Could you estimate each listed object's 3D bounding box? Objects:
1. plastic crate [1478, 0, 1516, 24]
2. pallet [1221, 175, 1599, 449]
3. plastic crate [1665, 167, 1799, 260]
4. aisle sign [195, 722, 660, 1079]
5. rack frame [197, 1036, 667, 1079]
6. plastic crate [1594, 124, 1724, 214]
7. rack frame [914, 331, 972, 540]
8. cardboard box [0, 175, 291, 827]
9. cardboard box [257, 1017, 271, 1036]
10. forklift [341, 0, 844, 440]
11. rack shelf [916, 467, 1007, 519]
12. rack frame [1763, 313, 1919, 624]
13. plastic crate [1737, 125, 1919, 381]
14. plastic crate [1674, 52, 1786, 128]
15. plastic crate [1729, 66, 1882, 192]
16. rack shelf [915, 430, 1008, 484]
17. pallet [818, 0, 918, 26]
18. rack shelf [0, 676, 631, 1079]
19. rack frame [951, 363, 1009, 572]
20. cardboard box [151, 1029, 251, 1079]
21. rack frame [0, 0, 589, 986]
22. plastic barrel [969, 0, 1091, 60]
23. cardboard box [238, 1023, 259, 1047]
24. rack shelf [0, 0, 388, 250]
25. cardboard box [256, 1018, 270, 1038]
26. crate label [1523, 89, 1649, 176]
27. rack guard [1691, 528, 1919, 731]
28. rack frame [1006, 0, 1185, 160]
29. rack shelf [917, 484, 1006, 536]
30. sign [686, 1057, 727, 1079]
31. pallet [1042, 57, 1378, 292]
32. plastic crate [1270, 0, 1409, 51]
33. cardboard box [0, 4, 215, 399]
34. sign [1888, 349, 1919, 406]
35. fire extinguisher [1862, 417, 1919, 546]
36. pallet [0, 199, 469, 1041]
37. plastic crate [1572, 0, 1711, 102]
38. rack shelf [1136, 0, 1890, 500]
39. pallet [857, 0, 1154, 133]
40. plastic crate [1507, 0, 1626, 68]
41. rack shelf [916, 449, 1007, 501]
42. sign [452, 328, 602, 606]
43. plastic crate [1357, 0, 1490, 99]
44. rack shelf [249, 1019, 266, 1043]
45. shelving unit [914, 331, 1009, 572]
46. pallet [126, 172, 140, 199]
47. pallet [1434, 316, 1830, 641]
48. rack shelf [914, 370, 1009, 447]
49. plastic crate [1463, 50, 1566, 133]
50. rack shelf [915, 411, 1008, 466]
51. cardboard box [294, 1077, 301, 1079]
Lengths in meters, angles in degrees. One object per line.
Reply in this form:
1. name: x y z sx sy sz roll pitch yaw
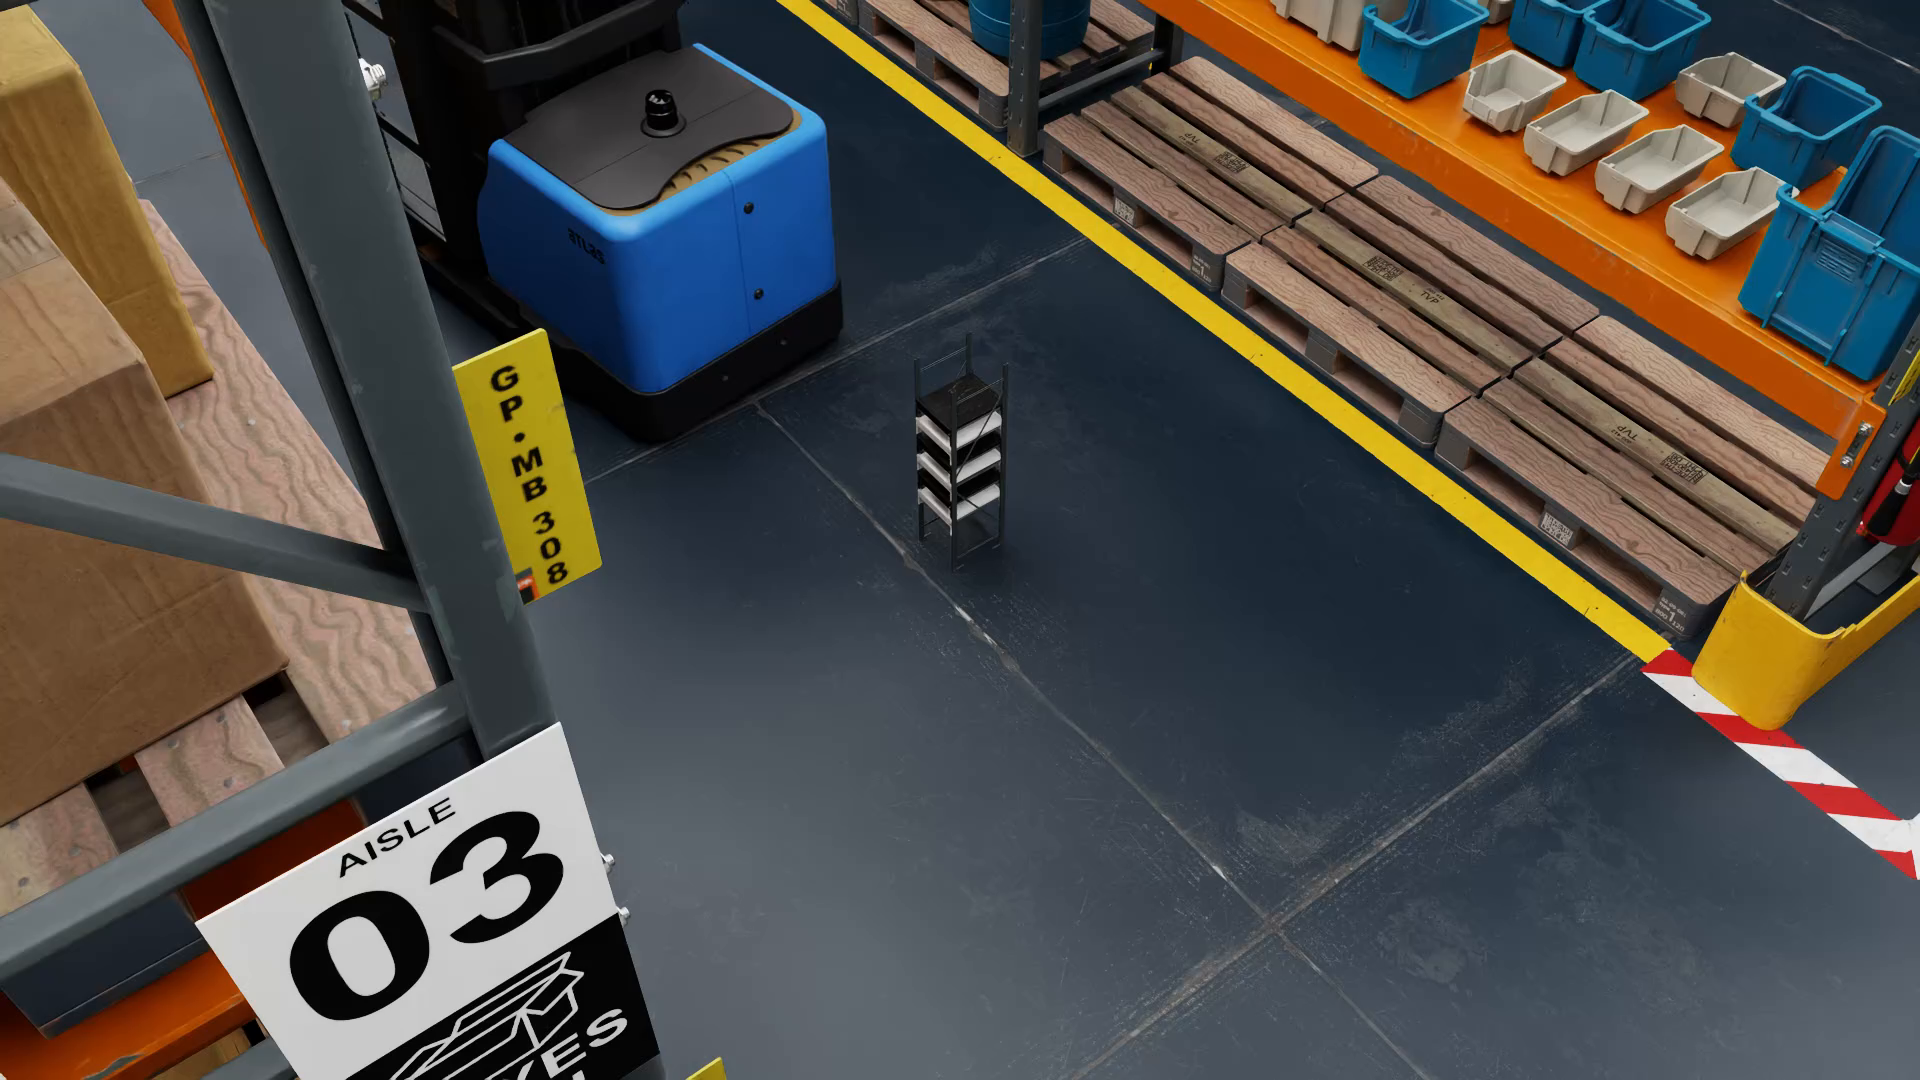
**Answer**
1. plastic crate: 1.951 -2.108 6.274 0.293 0.136 0.466 -29 54 -24
2. pallet: 1.876 -0.996 7.010 1.003 0.211 1.213 -29 54 -24
3. plastic crate: 2.441 -1.041 5.307 0.396 0.136 0.243 -29 54 -24
4. aisle sign: -0.581 0.547 1.975 0.394 0.787 0.004 -29 54 -24
5. rack frame: -0.863 1.512 2.855 1.000 3.000 0.127 -29 54 -24
6. plastic crate: 2.277 -1.218 5.467 0.396 0.136 0.243 -29 54 -24
7. rack frame: -0.057 -0.357 5.967 0.240 0.900 0.006 -29 54 -24
8. cardboard box: -1.220 0.014 1.770 0.700 0.500 0.500 -33 56 -26
9. cardboard box: -1.241 0.512 3.156 0.500 0.500 0.500 -31 55 -25
10. forklift: -1.885 -2.362 6.413 1.130 2.935 3.031 -36 57 -28
11. rack shelf: 0.005 -0.215 6.004 0.258 0.077 0.200 -29 54 -24
12. rack frame: 3.079 -0.710 4.869 1.000 3.000 0.127 -29 54 -24
13. plastic crate: 2.728 -0.856 4.937 0.616 0.435 0.499 -29 54 -24
14. plastic crate: 2.652 -1.561 5.778 0.250 0.136 0.298 -29 54 -24
15. plastic crate: 2.793 -1.355 5.526 0.416 0.233 0.300 -29 54 -24
16. rack shelf: 0.005 -0.336 5.870 0.258 0.077 0.200 -29 54 -24
17. pallet: -0.520 -3.325 9.122 1.003 0.211 1.213 -29 54 -24
18. rack shelf: -2.074 -0.433 3.079 1.077 0.370 4.000 -29 54 -24
19. rack frame: 0.066 -0.237 5.858 0.240 0.900 0.006 -29 54 -24
20. cardboard box: -1.367 1.041 2.676 0.500 0.500 0.500 -29 54 -24
21. rack frame: -0.863 -0.503 0.632 1.000 3.000 0.127 -29 54 -24
22. plastic barrel: 0.341 -2.833 7.927 0.600 0.901 0.708 -29 54 -24
23. cardboard box: -1.674 0.996 3.223 0.500 0.250 0.500 -30 55 -25
24. rack shelf: -2.074 -1.306 2.116 1.077 0.370 4.000 -29 54 -24
25. cardboard box: -1.259 0.755 3.442 0.500 0.250 0.500 -30 54 -24
26. crate label: 2.089 -1.372 5.606 0.396 0.136 0.243 -29 54 -24
27. rack guard: 3.104 0.138 5.787 1.175 0.500 0.348 -29 54 -24
28. rack frame: 0.657 -3.068 7.007 1.000 3.000 0.127 -29 54 -24
29. rack shelf: 0.005 -0.154 6.070 0.258 0.077 0.200 -29 54 -24
30. sign: -0.418 0.949 2.727 0.100 0.325 0.005 -29 54 -24
31. pallet: 1.133 -1.716 7.663 1.003 0.211 1.213 -29 54 -24
32. plastic crate: 1.435 -2.066 6.138 0.437 0.282 0.530 -29 54 -24
33. cardboard box: -1.465 -0.372 2.120 0.700 0.500 0.500 -31 55 -25
34. sign: 2.651 -0.508 4.576 0.100 0.325 0.005 -29 54 -24
35. fire extinguisher: 2.809 -0.266 4.770 0.296 0.674 0.183 -29 54 -24
36. pallet: -1.320 0.101 2.169 1.003 0.211 1.213 -29 54 -24
37. plastic crate: 2.394 -1.743 5.878 0.416 0.233 0.300 -29 54 -24
38. rack shelf: 1.868 -1.648 6.205 1.077 0.370 4.000 -29 54 -24
39. pallet: 0.223 -2.605 8.470 1.003 0.211 1.213 -29 54 -24
40. plastic crate: 2.213 -1.920 6.039 0.416 0.233 0.300 -29 54 -24
41. rack shelf: 0.005 -0.275 5.937 0.258 0.077 0.200 -29 54 -24
42. sign: -0.418 -0.061 1.613 0.100 0.325 0.005 -29 54 -24
43. plastic crate: 1.631 -1.770 5.902 0.416 0.233 0.300 -29 54 -24
44. rack shelf: -2.074 0.574 4.190 1.077 0.370 4.000 -29 54 -24
45. shelving unit: 0.005 -0.297 5.912 0.258 0.900 0.210 -29 54 -24
46. pallet: -2.063 -0.618 2.821 1.003 0.211 1.213 -29 54 -24
47. pallet: 2.611 -0.277 6.359 1.003 0.211 1.213 -29 54 -24
48. rack shelf: 0.005 -0.456 5.737 0.258 0.077 0.200 -29 54 -24
49. plastic crate: 1.895 -1.538 5.757 0.298 0.136 0.250 -29 54 -24
50. rack shelf: 0.005 -0.396 5.804 0.258 0.077 0.200 -29 54 -24
51. cardboard box: -0.939 1.058 3.166 0.500 0.250 0.500 -31 55 -25
